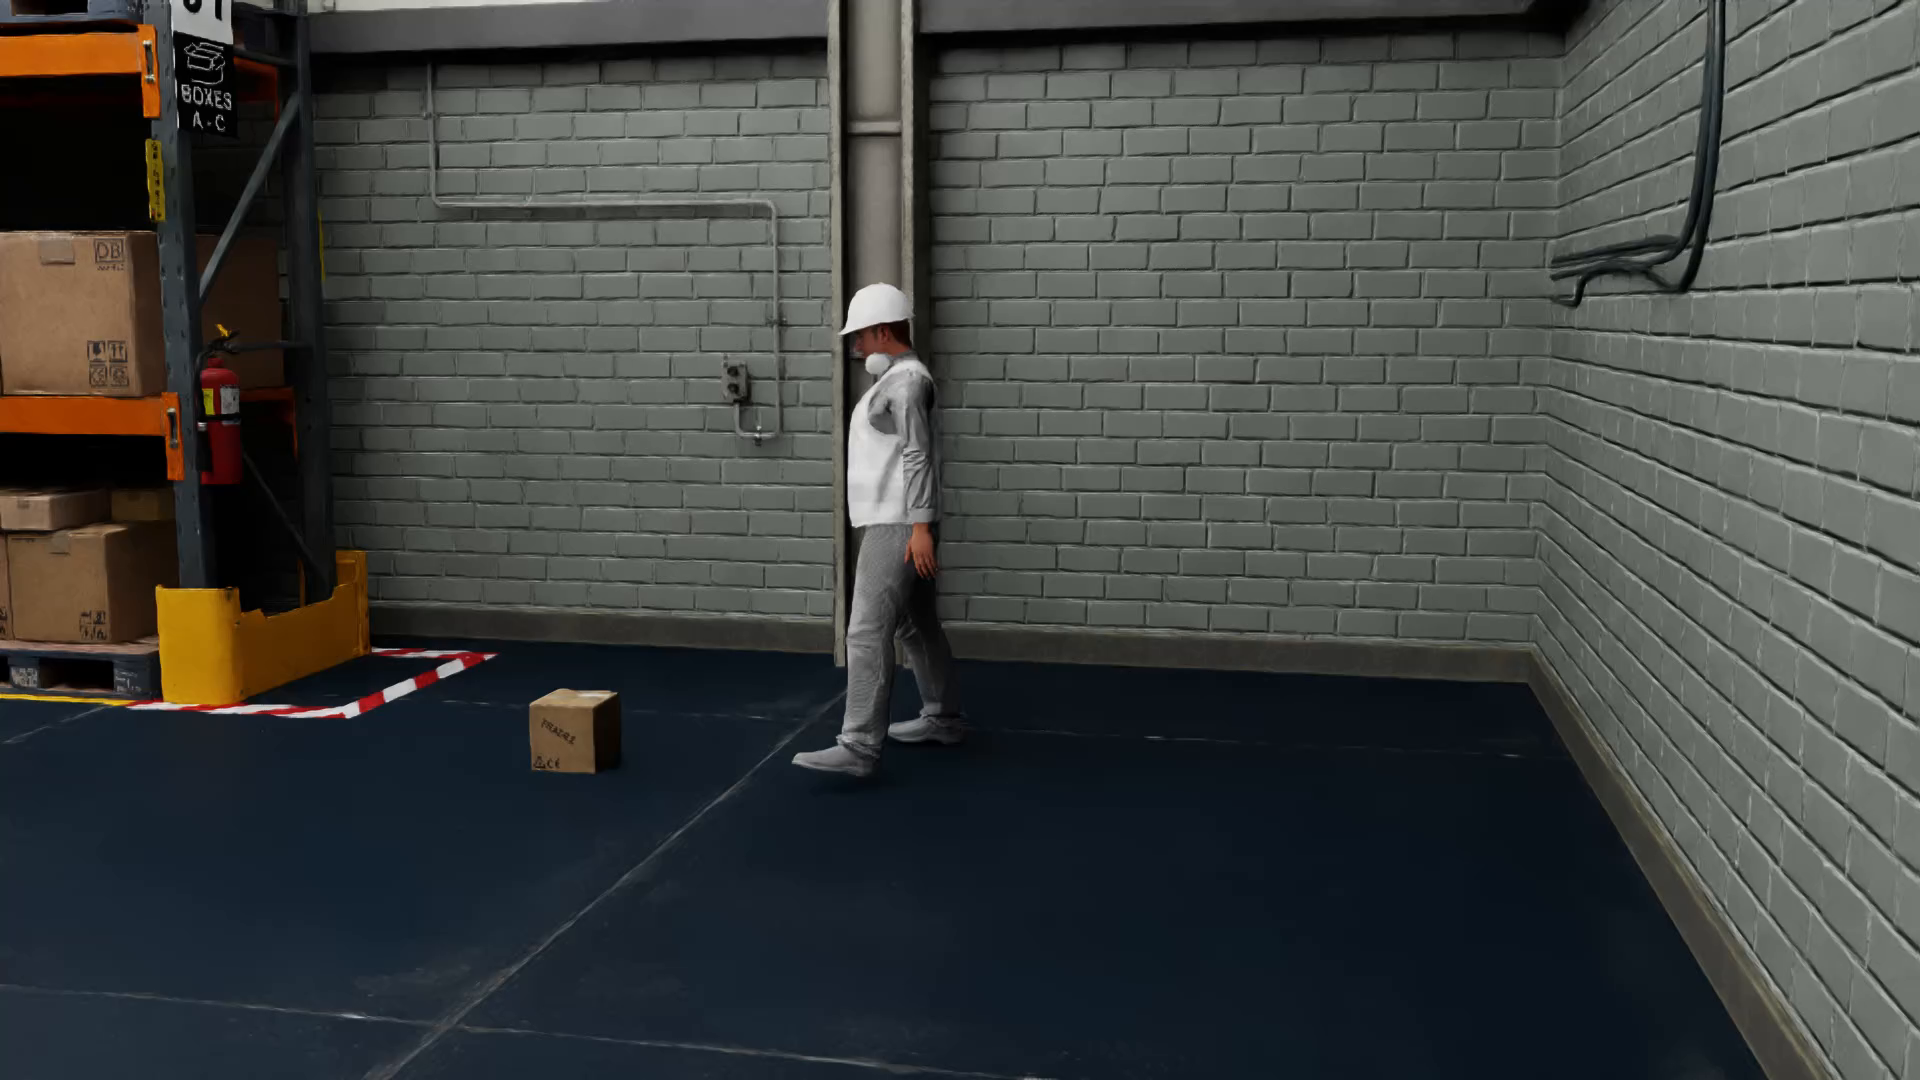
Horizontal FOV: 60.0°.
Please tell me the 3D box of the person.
[{"bbox_3d":[-0.278,-0.049,6.031,0.642,1.749,0.750,0,8,-2],"label":"person"}]
